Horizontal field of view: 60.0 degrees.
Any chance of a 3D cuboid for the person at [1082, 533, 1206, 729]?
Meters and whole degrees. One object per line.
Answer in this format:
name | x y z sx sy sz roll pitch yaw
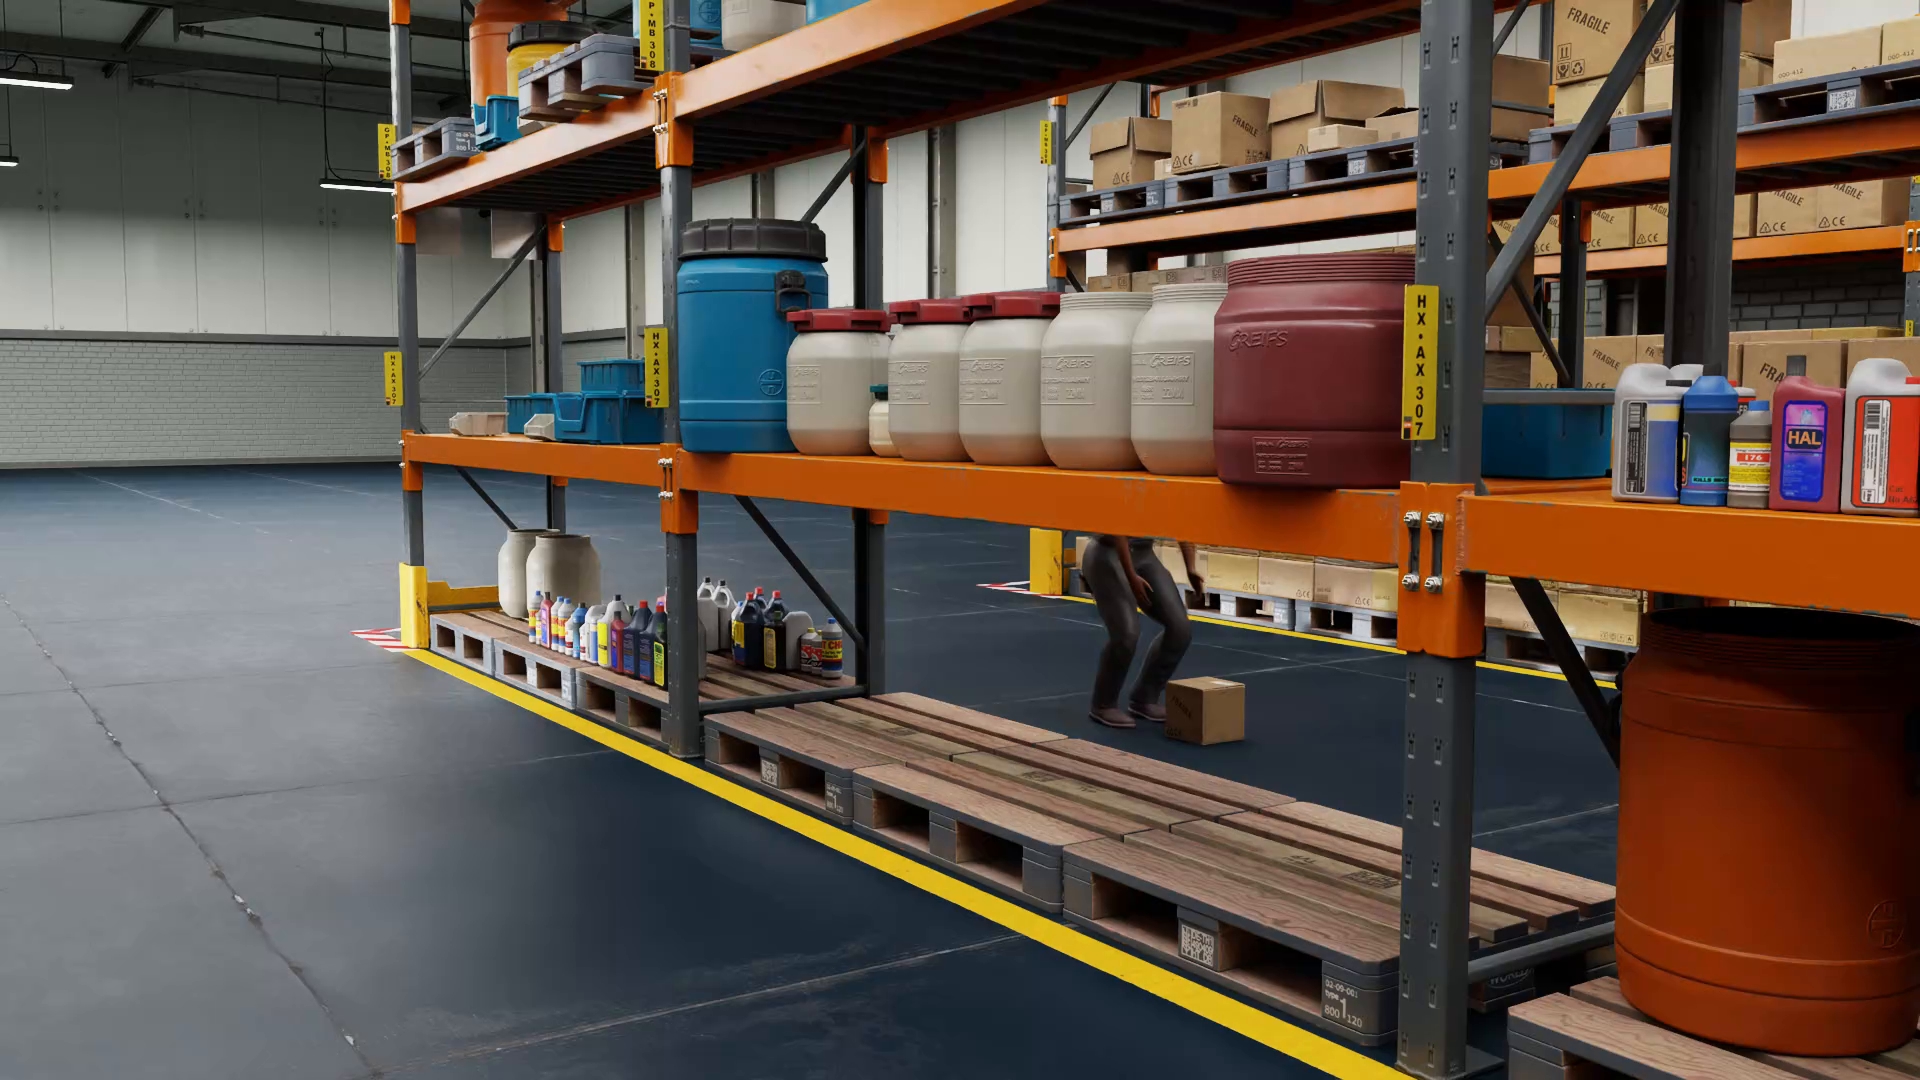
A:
person | 0.863 0.132 7.770 0.490 1.464 0.556 -3 6 -33
